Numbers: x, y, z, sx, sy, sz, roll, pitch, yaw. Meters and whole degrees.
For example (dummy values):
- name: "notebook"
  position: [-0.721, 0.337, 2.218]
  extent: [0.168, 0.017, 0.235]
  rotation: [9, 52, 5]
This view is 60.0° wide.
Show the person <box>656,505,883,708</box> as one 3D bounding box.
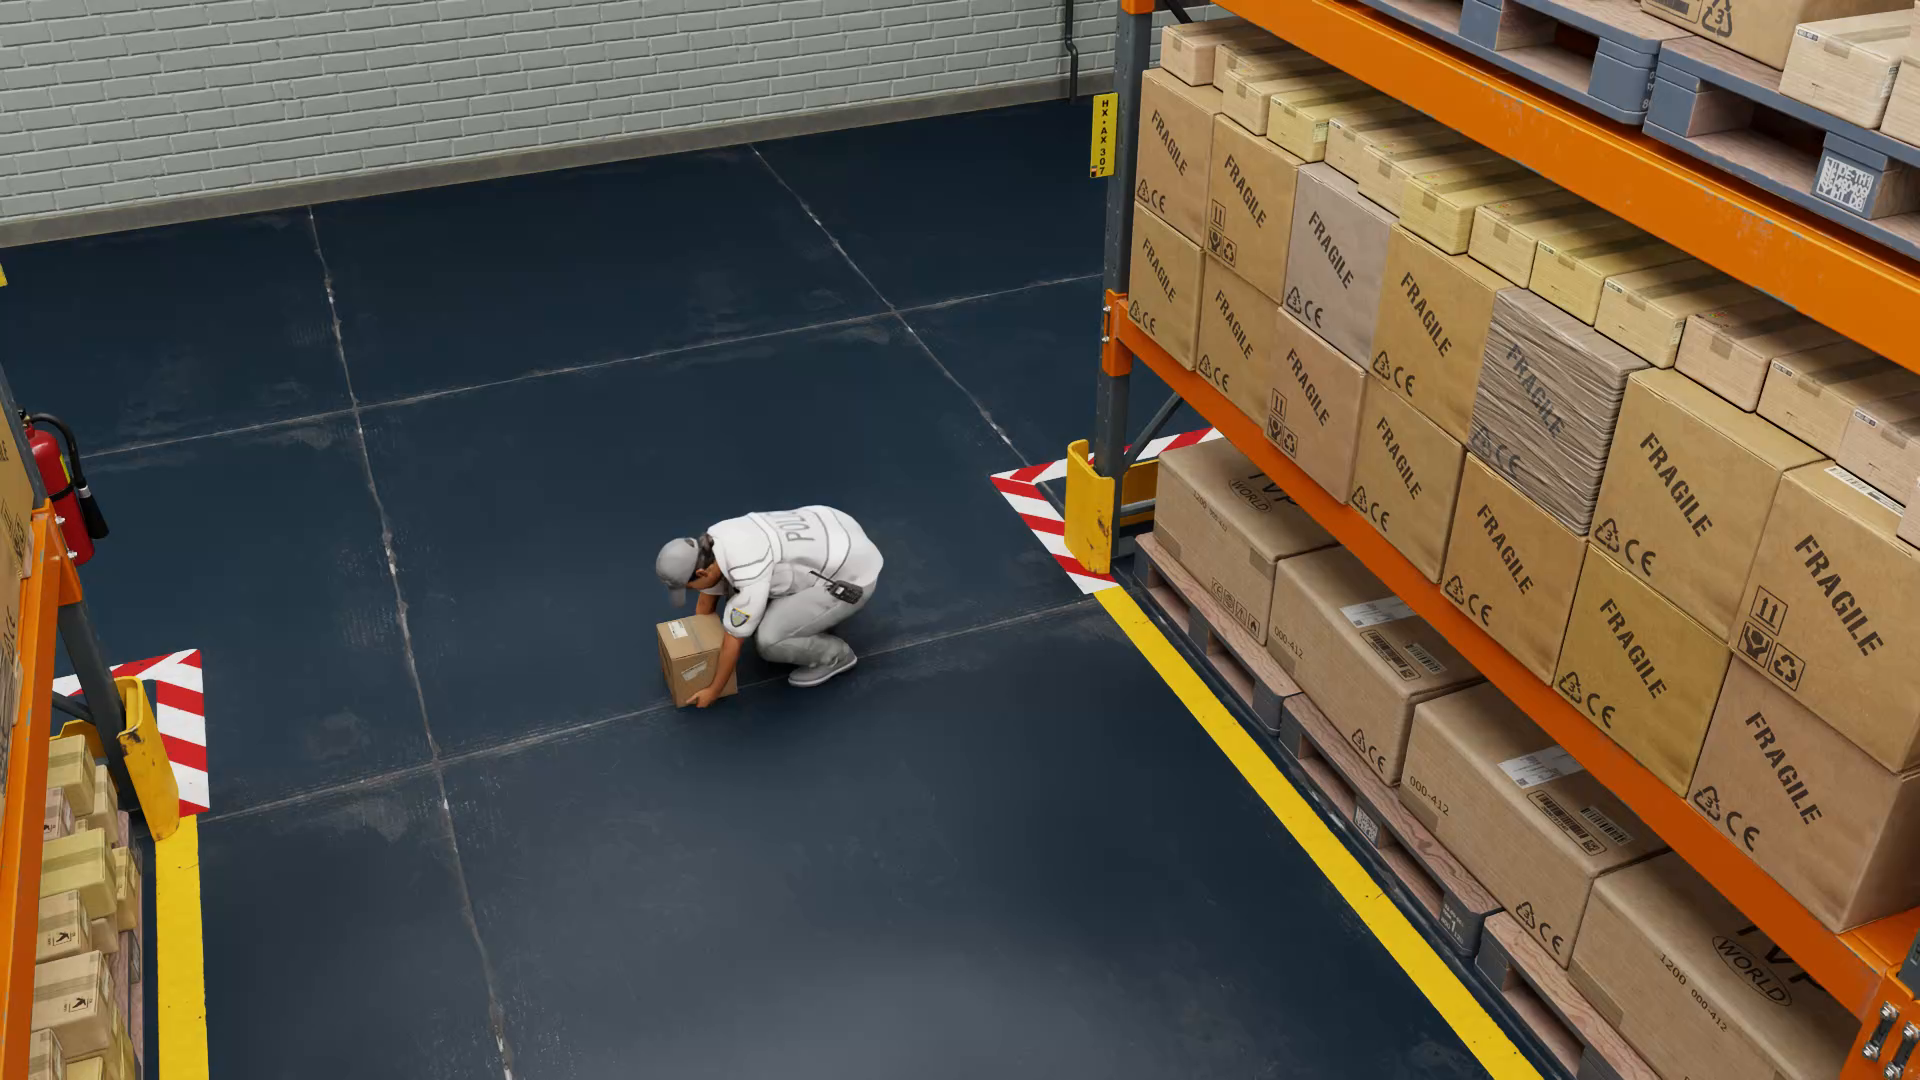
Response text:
- name: "person"
  position: [-0.759, 0.231, 6.684]
  extent: [0.910, 0.795, 0.522]
  rotation: [-14, 36, -20]
